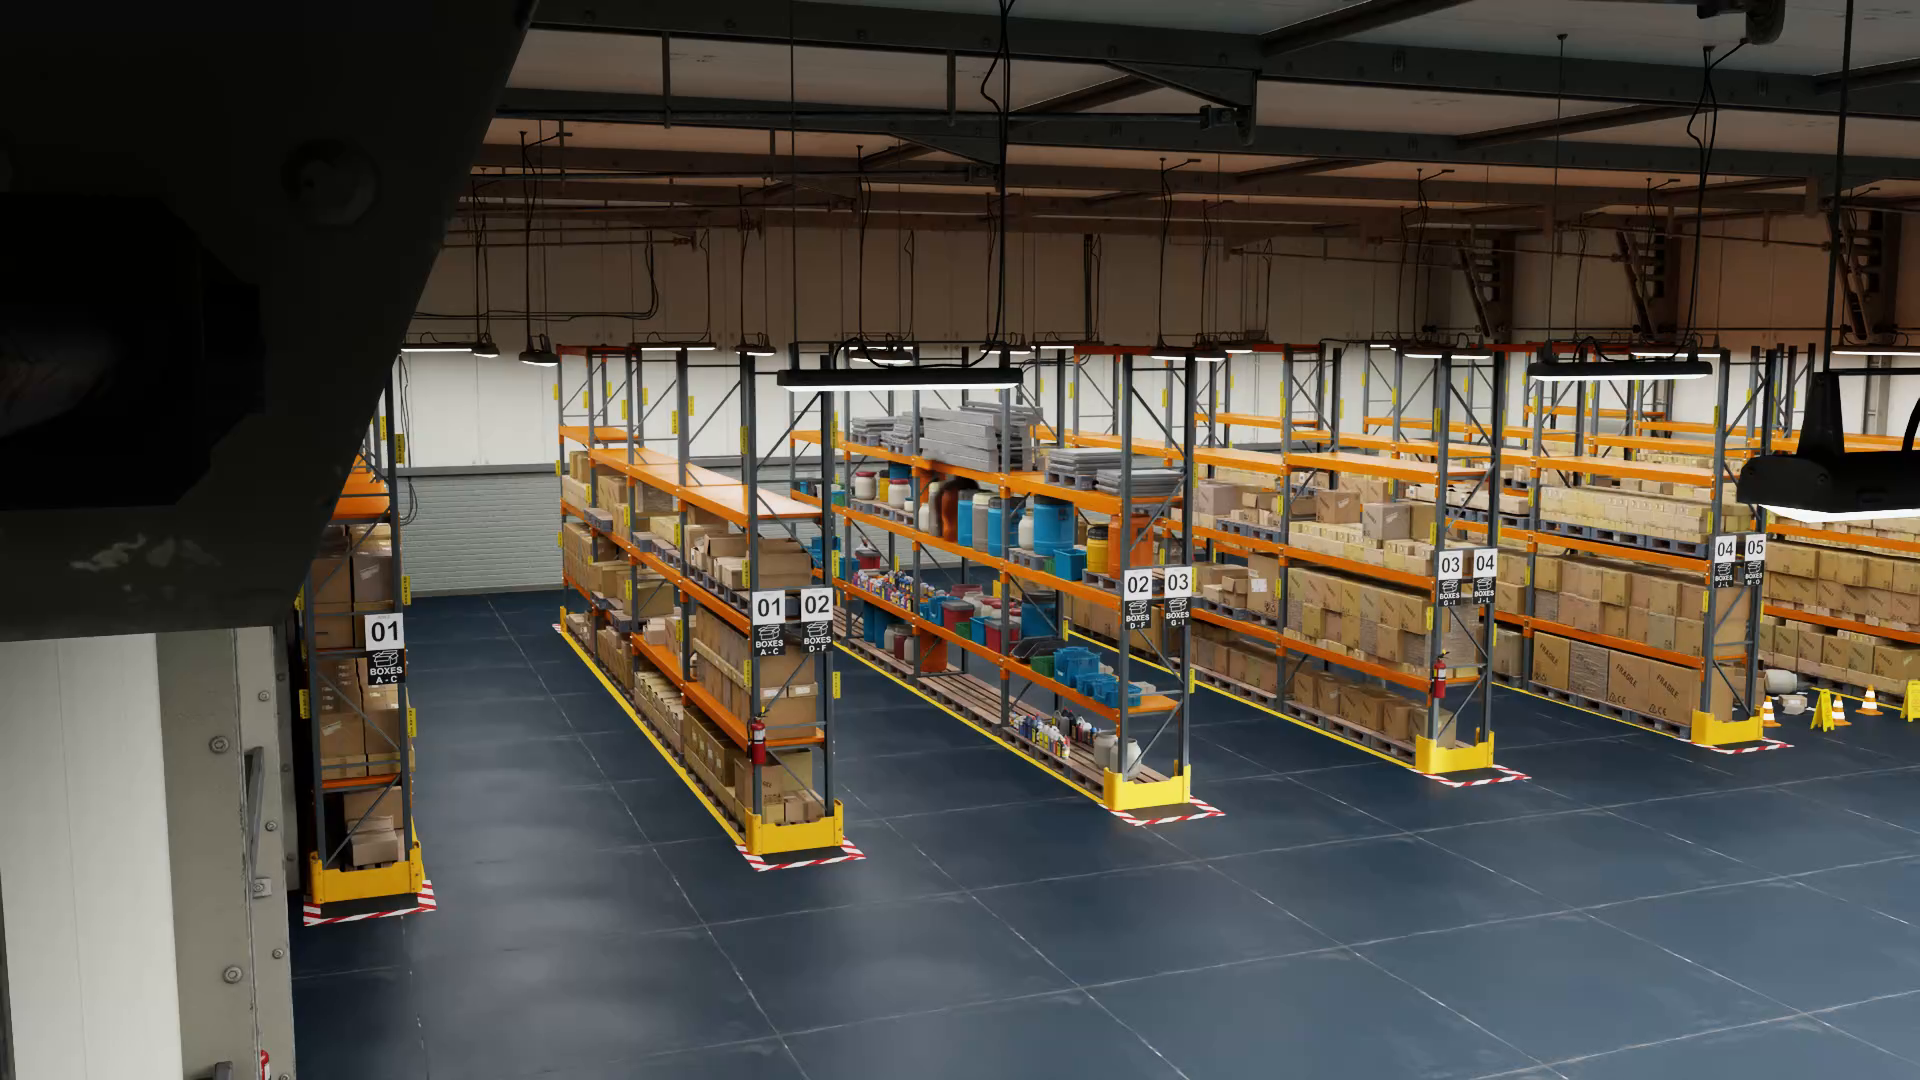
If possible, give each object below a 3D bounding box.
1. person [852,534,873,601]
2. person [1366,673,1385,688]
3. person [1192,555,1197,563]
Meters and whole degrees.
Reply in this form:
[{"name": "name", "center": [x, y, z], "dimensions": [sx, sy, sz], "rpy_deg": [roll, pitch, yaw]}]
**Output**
[{"name": "person", "center": [-2.185, 0.667, 38.168], "dimensions": [0.494, 1.643, 0.939], "rpy_deg": [-4, 8, -31]}, {"name": "person", "center": [7.208, 1.837, 28.896], "dimensions": [0.487, 1.725, 0.384], "rpy_deg": [6, 10, 41]}, {"name": "person", "center": [4.851, 0.954, 35.562], "dimensions": [0.404, 1.738, 0.544], "rpy_deg": [-1, 7, -10]}]
